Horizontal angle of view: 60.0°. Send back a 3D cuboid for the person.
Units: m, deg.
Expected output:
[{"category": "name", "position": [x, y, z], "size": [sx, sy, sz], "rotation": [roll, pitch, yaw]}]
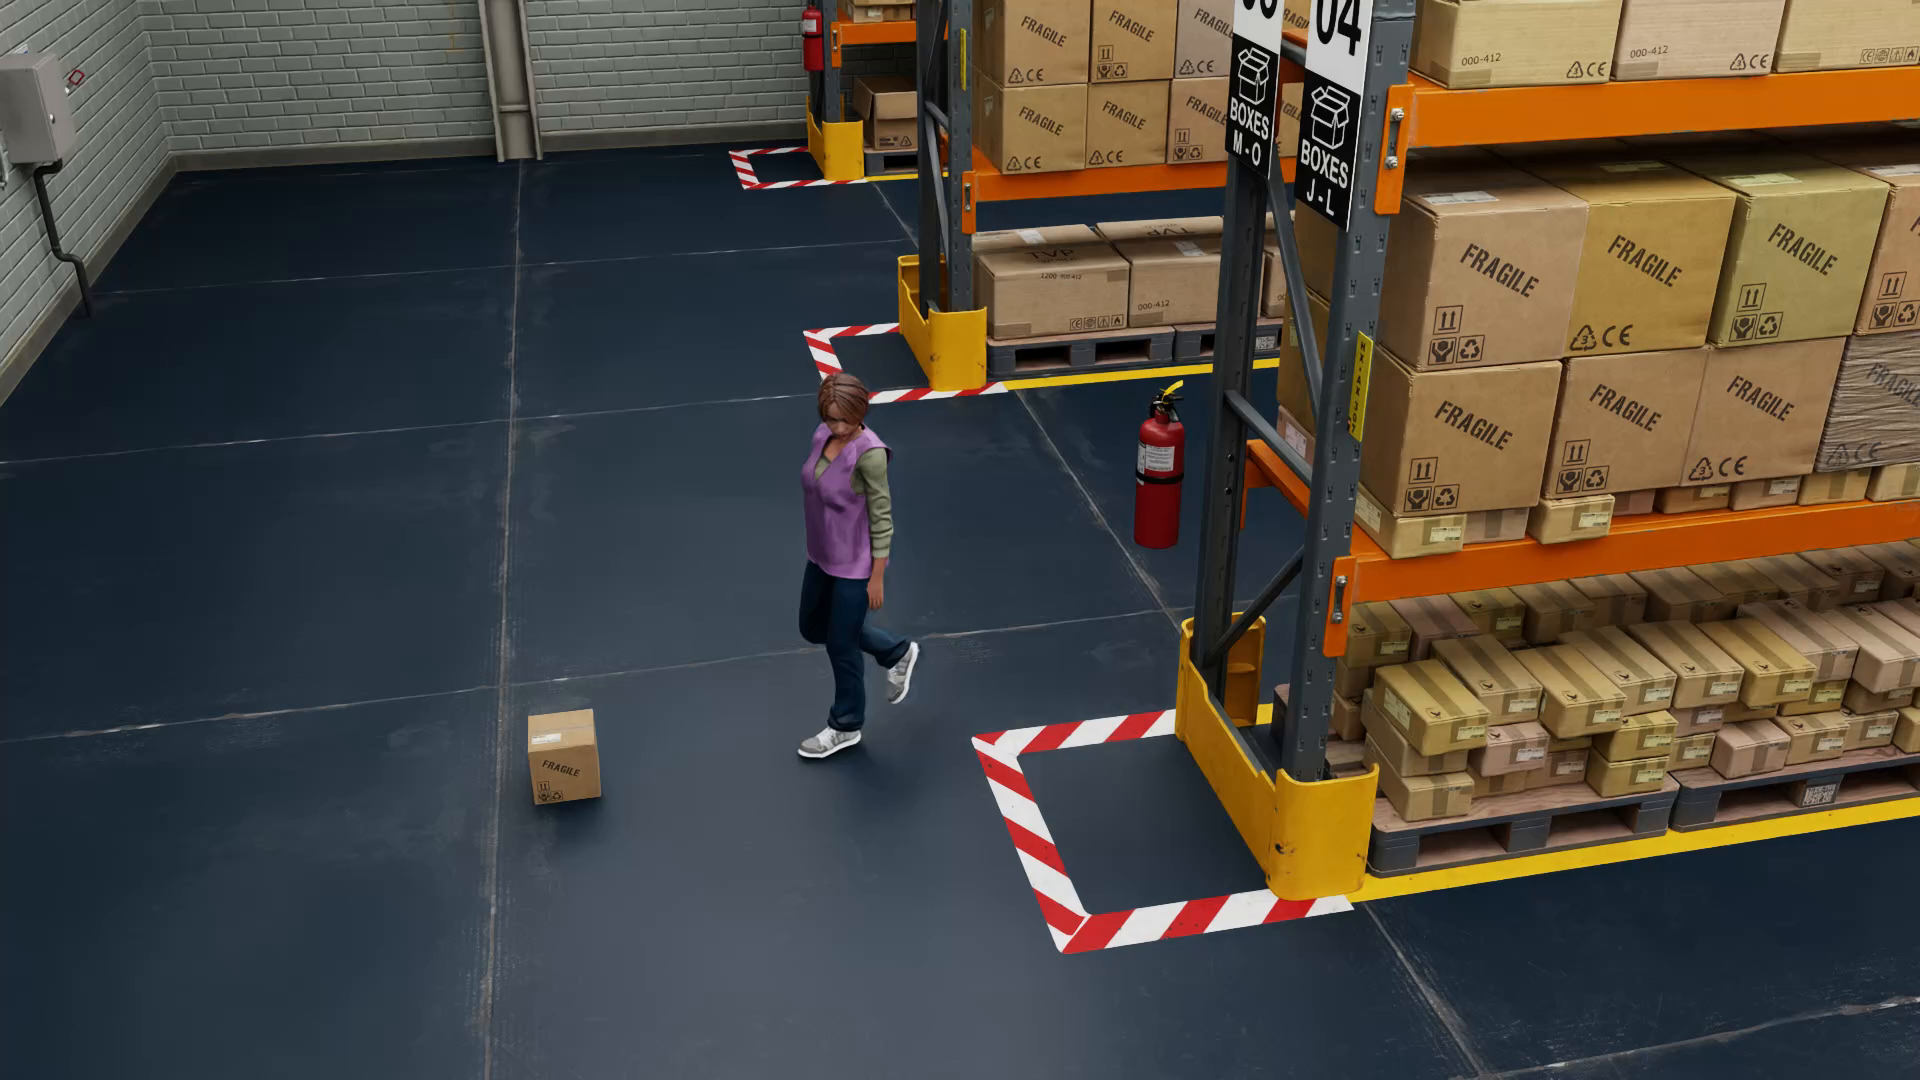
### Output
[{"category": "person", "position": [-0.397, 0.089, 6.433], "size": [0.589, 1.598, 0.427], "rotation": [-16, 31, -28]}]
